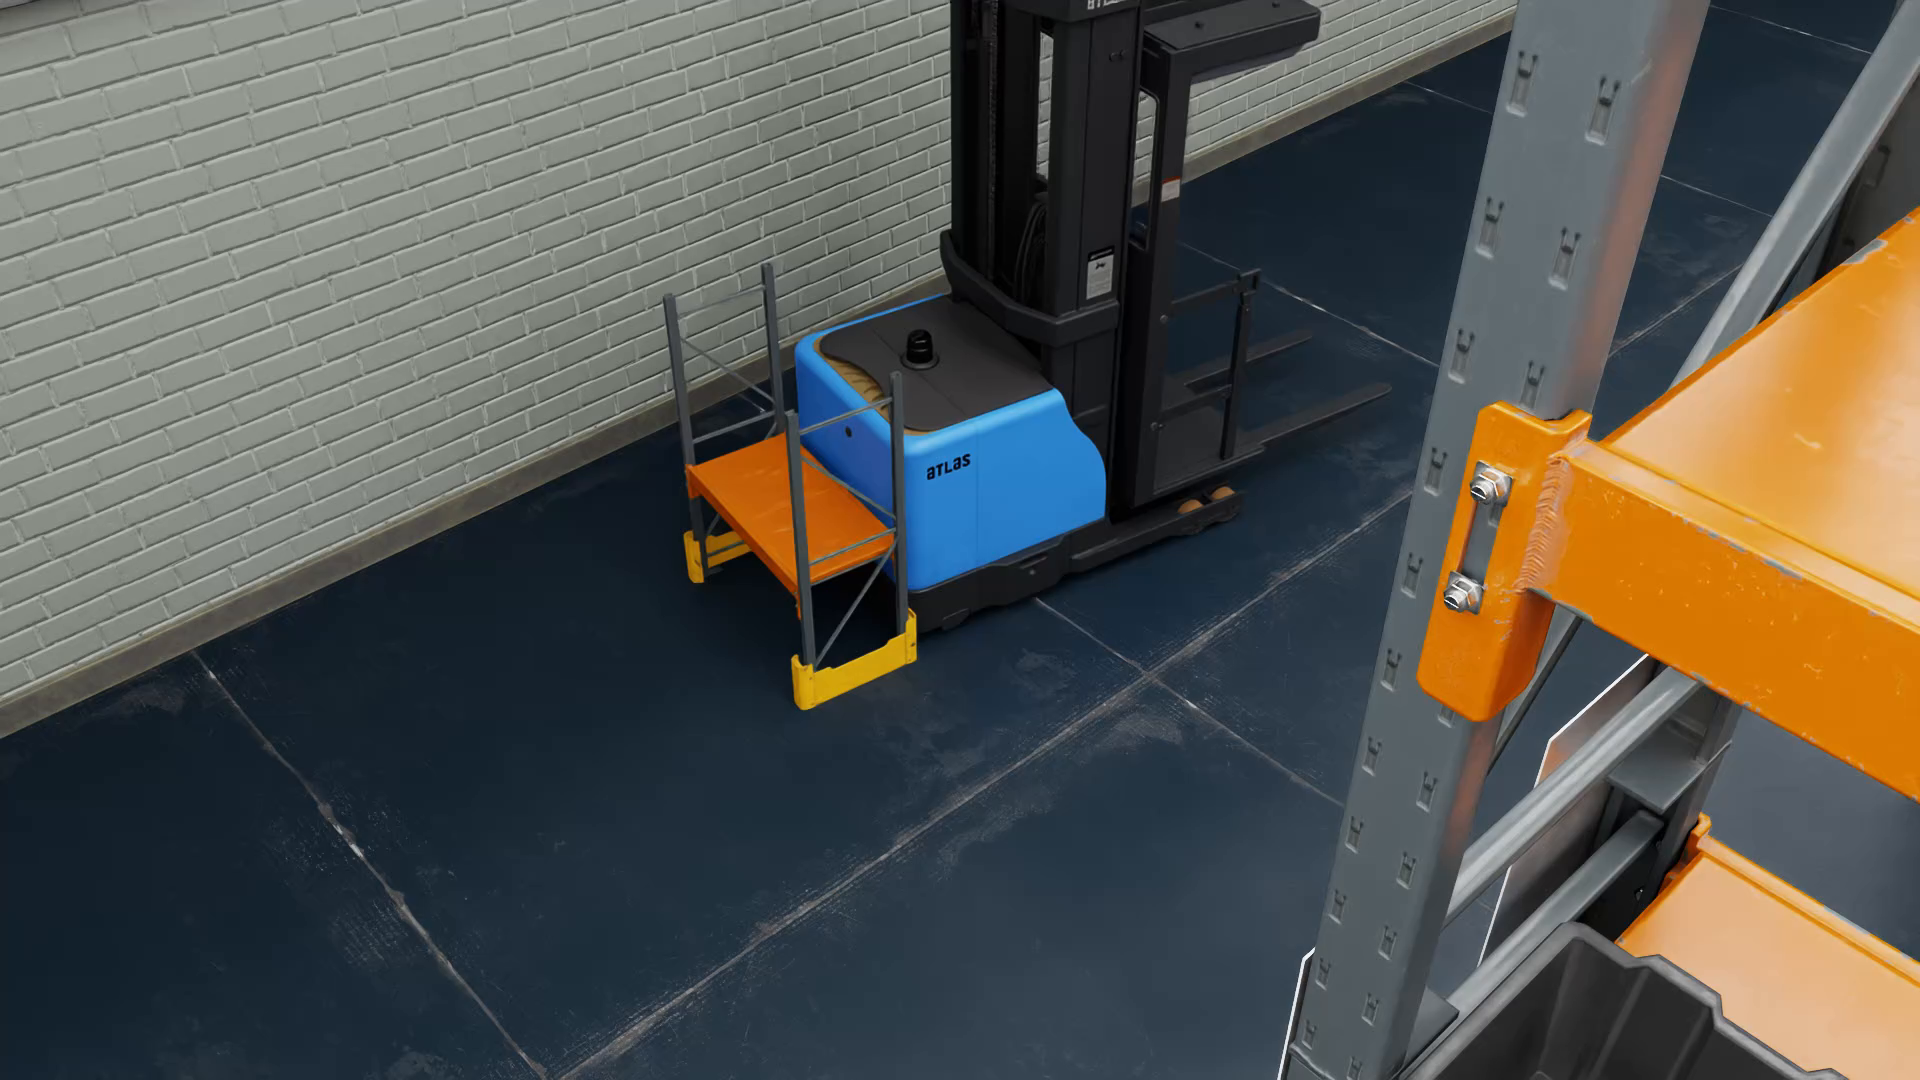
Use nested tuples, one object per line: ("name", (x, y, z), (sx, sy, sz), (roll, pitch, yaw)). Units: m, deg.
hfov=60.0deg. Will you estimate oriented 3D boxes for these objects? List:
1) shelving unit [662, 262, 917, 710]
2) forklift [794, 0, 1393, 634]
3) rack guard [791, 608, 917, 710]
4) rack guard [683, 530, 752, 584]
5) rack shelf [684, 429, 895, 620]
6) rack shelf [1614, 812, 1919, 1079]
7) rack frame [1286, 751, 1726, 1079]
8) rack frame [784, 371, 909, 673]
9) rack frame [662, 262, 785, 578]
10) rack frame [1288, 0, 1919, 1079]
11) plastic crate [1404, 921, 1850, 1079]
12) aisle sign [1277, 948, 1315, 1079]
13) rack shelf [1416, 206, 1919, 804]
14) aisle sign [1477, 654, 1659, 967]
("shelving unit", (-0.725, -0.238, 7.059), (0.587, 1.500, 1.083), (-23, 44, -26))
("forklift", (0.775, -1.427, 7.392), (3.031, 2.935, 1.130), (-21, 44, -24))
("rack guard", (-0.447, 0.508, 7.130), (0.587, 0.250, 0.087), (-23, 44, -26))
("rack guard", (-1.003, -0.011, 7.773), (0.587, 0.250, 0.087), (-23, 44, -26))
("rack shelf", (-0.720, -0.093, 7.166), (0.538, 0.185, 1.000), (-23, 44, -26))
("rack shelf", (2.218, 1.732, 1.611), (1.077, 0.370, 4.000), (-30, 48, -32))
("rack frame", (0.866, 1.694, 3.474), (1.000, 3.000, 0.127), (-30, 48, -32))
("rack frame", (-0.436, 0.032, 6.725), (0.500, 1.500, 0.032), (-23, 44, -26))
("rack frame", (-1.004, -0.498, 7.381), (0.500, 1.500, 0.032), (-23, 44, -26))
("rack frame", (0.866, -0.640, 1.589), (1.000, 3.000, 0.127), (-30, 48, -32))
("plastic crate", (0.921, 0.874, 2.205), (0.497, 0.269, 0.590), (-30, 48, -32))
("aisle sign", (0.598, 0.775, 2.542), (0.394, 0.787, 0.004), (-30, 48, -32))
("rack shelf", (2.218, 0.721, 0.794), (1.077, 0.370, 4.000), (-30, 48, -32))
("aisle sign", (1.033, 0.524, 2.852), (0.394, 0.787, 0.004), (-30, 48, -32))
